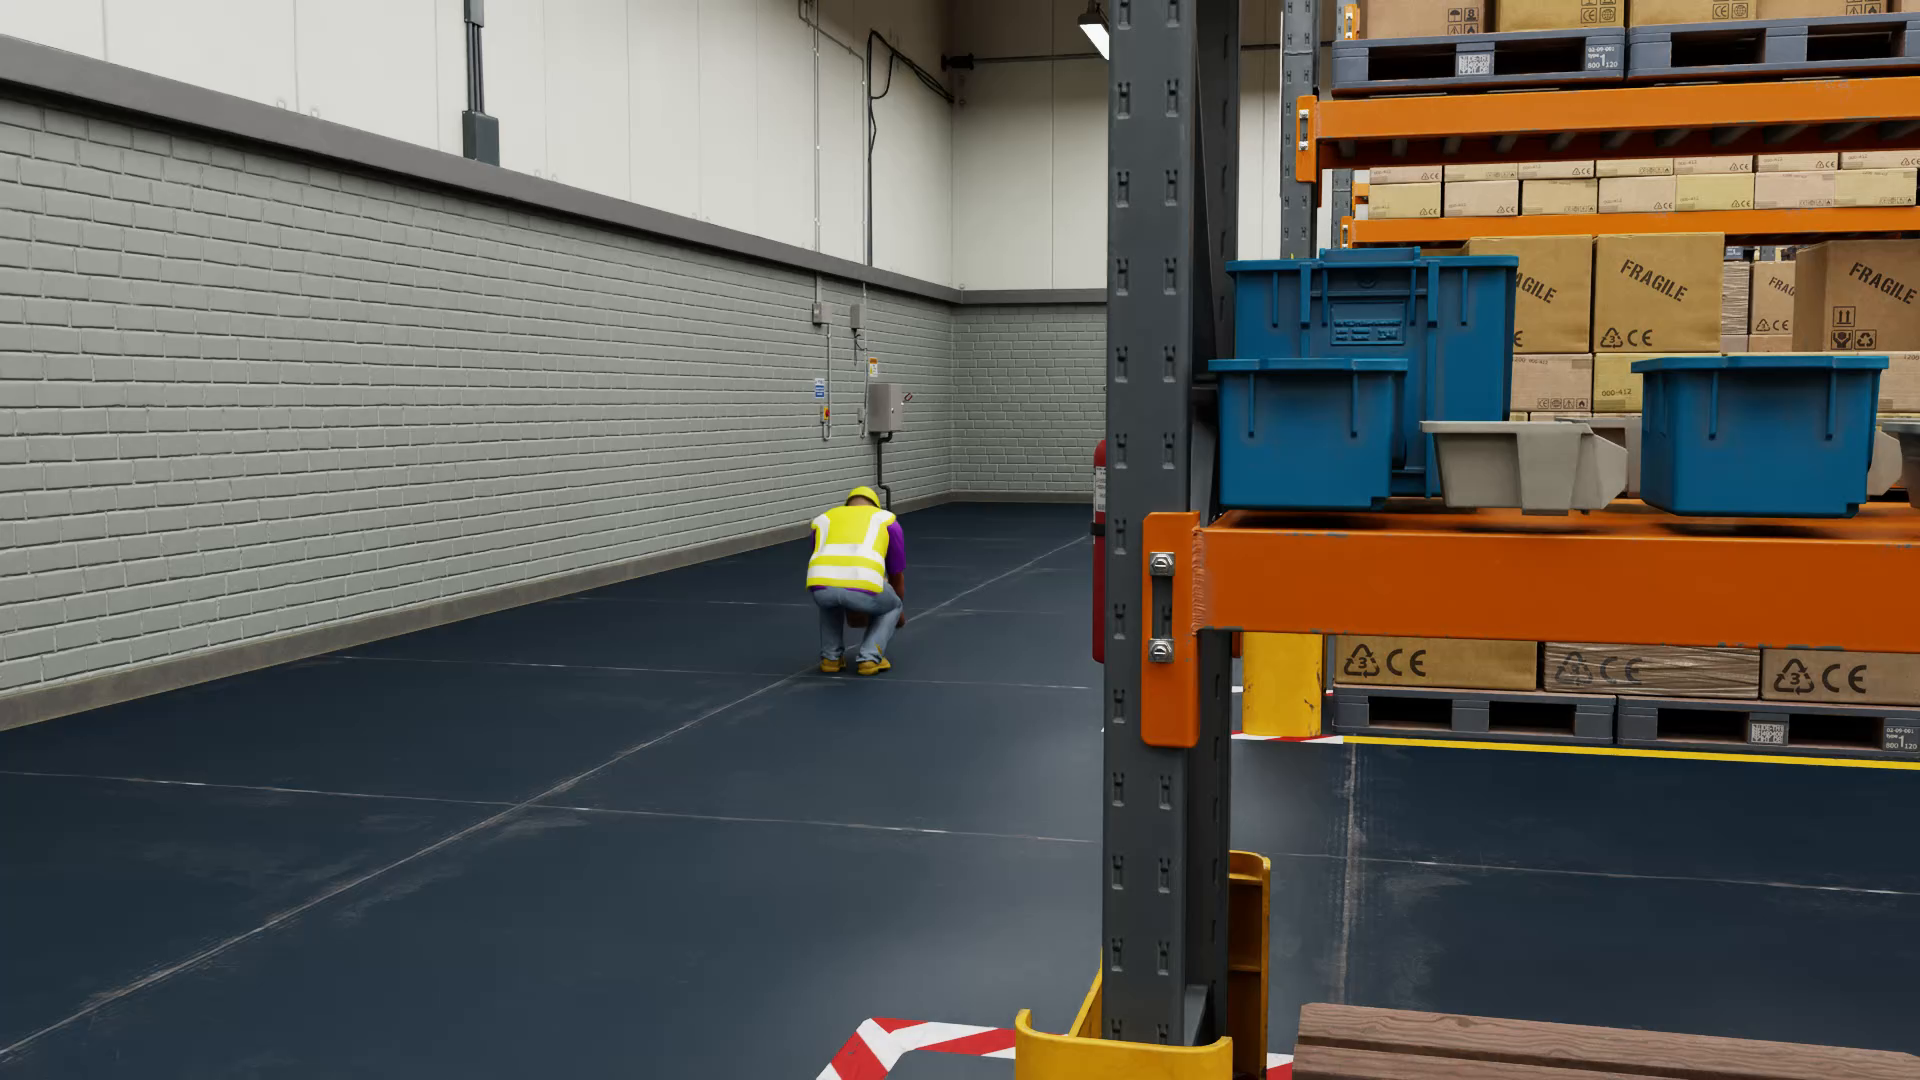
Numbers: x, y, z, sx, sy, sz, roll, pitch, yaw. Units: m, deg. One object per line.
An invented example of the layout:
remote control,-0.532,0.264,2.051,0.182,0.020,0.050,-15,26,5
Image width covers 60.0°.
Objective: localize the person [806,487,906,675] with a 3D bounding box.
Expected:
person,-0.605,0.218,9.366,0.540,1.009,0.908,1,5,12
